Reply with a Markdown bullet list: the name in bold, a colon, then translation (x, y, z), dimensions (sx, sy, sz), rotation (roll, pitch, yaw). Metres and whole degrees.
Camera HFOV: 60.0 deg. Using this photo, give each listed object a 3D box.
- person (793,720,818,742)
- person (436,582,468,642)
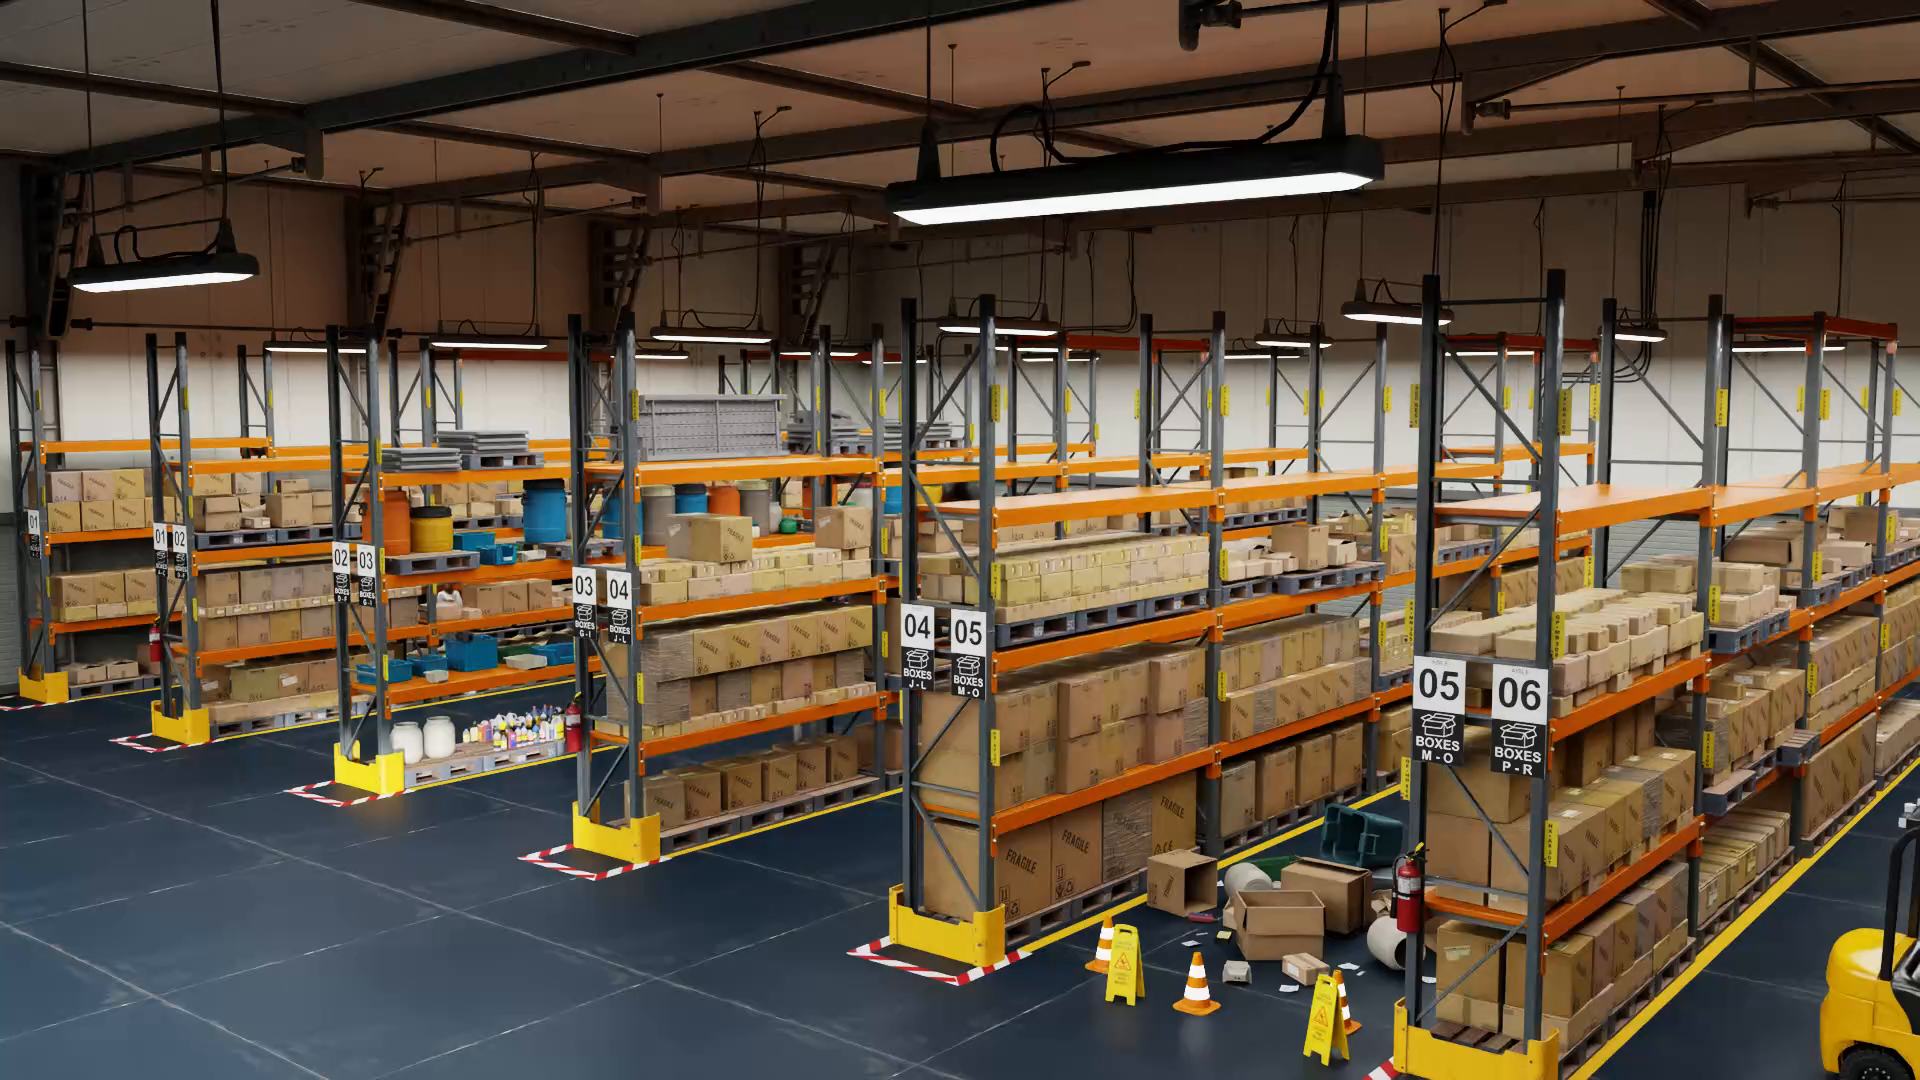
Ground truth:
- **person**: translation (-2.172, 2.116, 23.154), dimensions (0.473, 1.644, 0.866), rotation (0, 5, 3)
- **person**: translation (-9.285, 1.537, 30.390), dimensions (0.451, 1.787, 0.574), rotation (1, 5, 14)
